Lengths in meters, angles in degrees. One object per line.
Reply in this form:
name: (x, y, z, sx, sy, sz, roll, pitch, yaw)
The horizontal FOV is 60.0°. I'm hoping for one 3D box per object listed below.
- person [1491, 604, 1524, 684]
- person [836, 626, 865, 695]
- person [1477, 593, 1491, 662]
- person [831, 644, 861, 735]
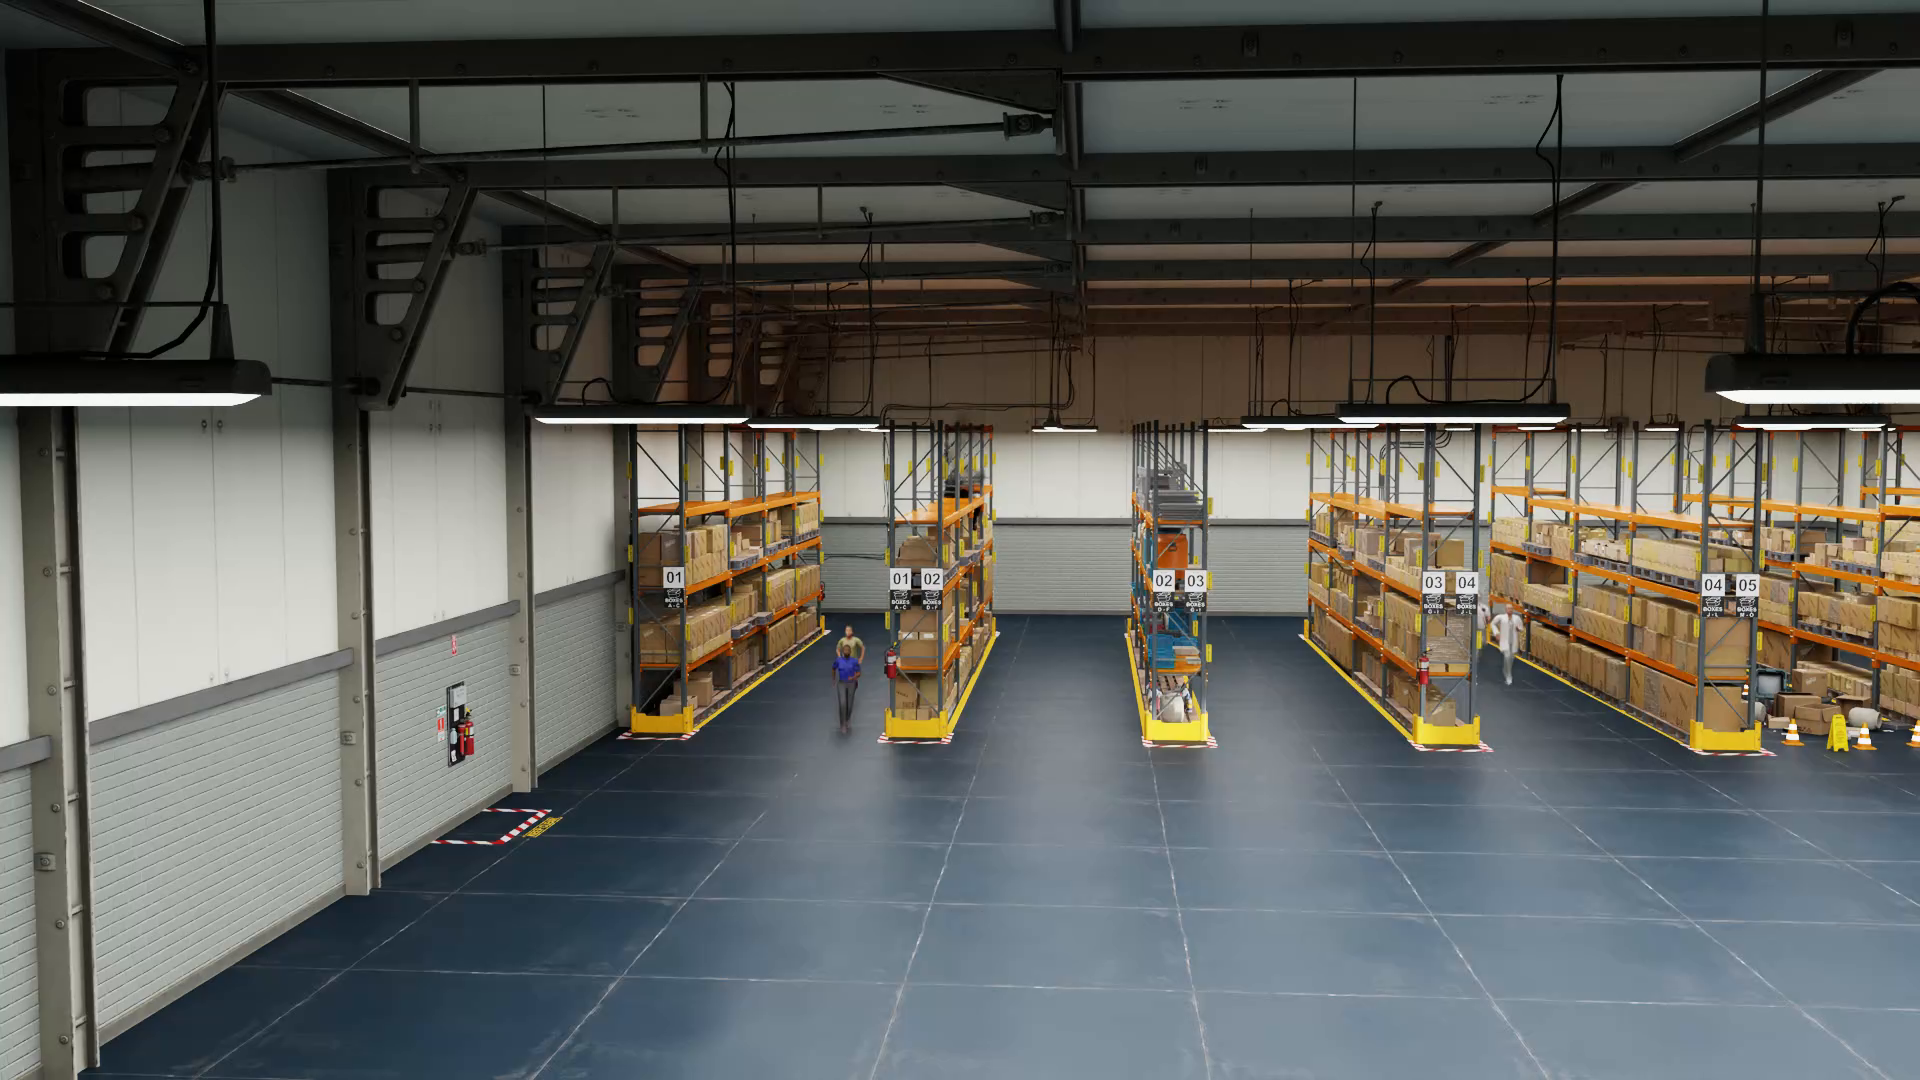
person: (12.712, 2.389, 38.551, 0.694, 1.824, 0.875, 0, 4, -1)
person: (-2.365, 2.648, 35.795, 0.610, 1.630, 0.569, 0, 4, 2)
person: (13.045, 2.197, 41.950, 0.669, 1.737, 0.732, 1, 4, 10)
person: (-2.203, 2.871, 32.135, 0.550, 1.682, 0.798, 0, 4, -6)
